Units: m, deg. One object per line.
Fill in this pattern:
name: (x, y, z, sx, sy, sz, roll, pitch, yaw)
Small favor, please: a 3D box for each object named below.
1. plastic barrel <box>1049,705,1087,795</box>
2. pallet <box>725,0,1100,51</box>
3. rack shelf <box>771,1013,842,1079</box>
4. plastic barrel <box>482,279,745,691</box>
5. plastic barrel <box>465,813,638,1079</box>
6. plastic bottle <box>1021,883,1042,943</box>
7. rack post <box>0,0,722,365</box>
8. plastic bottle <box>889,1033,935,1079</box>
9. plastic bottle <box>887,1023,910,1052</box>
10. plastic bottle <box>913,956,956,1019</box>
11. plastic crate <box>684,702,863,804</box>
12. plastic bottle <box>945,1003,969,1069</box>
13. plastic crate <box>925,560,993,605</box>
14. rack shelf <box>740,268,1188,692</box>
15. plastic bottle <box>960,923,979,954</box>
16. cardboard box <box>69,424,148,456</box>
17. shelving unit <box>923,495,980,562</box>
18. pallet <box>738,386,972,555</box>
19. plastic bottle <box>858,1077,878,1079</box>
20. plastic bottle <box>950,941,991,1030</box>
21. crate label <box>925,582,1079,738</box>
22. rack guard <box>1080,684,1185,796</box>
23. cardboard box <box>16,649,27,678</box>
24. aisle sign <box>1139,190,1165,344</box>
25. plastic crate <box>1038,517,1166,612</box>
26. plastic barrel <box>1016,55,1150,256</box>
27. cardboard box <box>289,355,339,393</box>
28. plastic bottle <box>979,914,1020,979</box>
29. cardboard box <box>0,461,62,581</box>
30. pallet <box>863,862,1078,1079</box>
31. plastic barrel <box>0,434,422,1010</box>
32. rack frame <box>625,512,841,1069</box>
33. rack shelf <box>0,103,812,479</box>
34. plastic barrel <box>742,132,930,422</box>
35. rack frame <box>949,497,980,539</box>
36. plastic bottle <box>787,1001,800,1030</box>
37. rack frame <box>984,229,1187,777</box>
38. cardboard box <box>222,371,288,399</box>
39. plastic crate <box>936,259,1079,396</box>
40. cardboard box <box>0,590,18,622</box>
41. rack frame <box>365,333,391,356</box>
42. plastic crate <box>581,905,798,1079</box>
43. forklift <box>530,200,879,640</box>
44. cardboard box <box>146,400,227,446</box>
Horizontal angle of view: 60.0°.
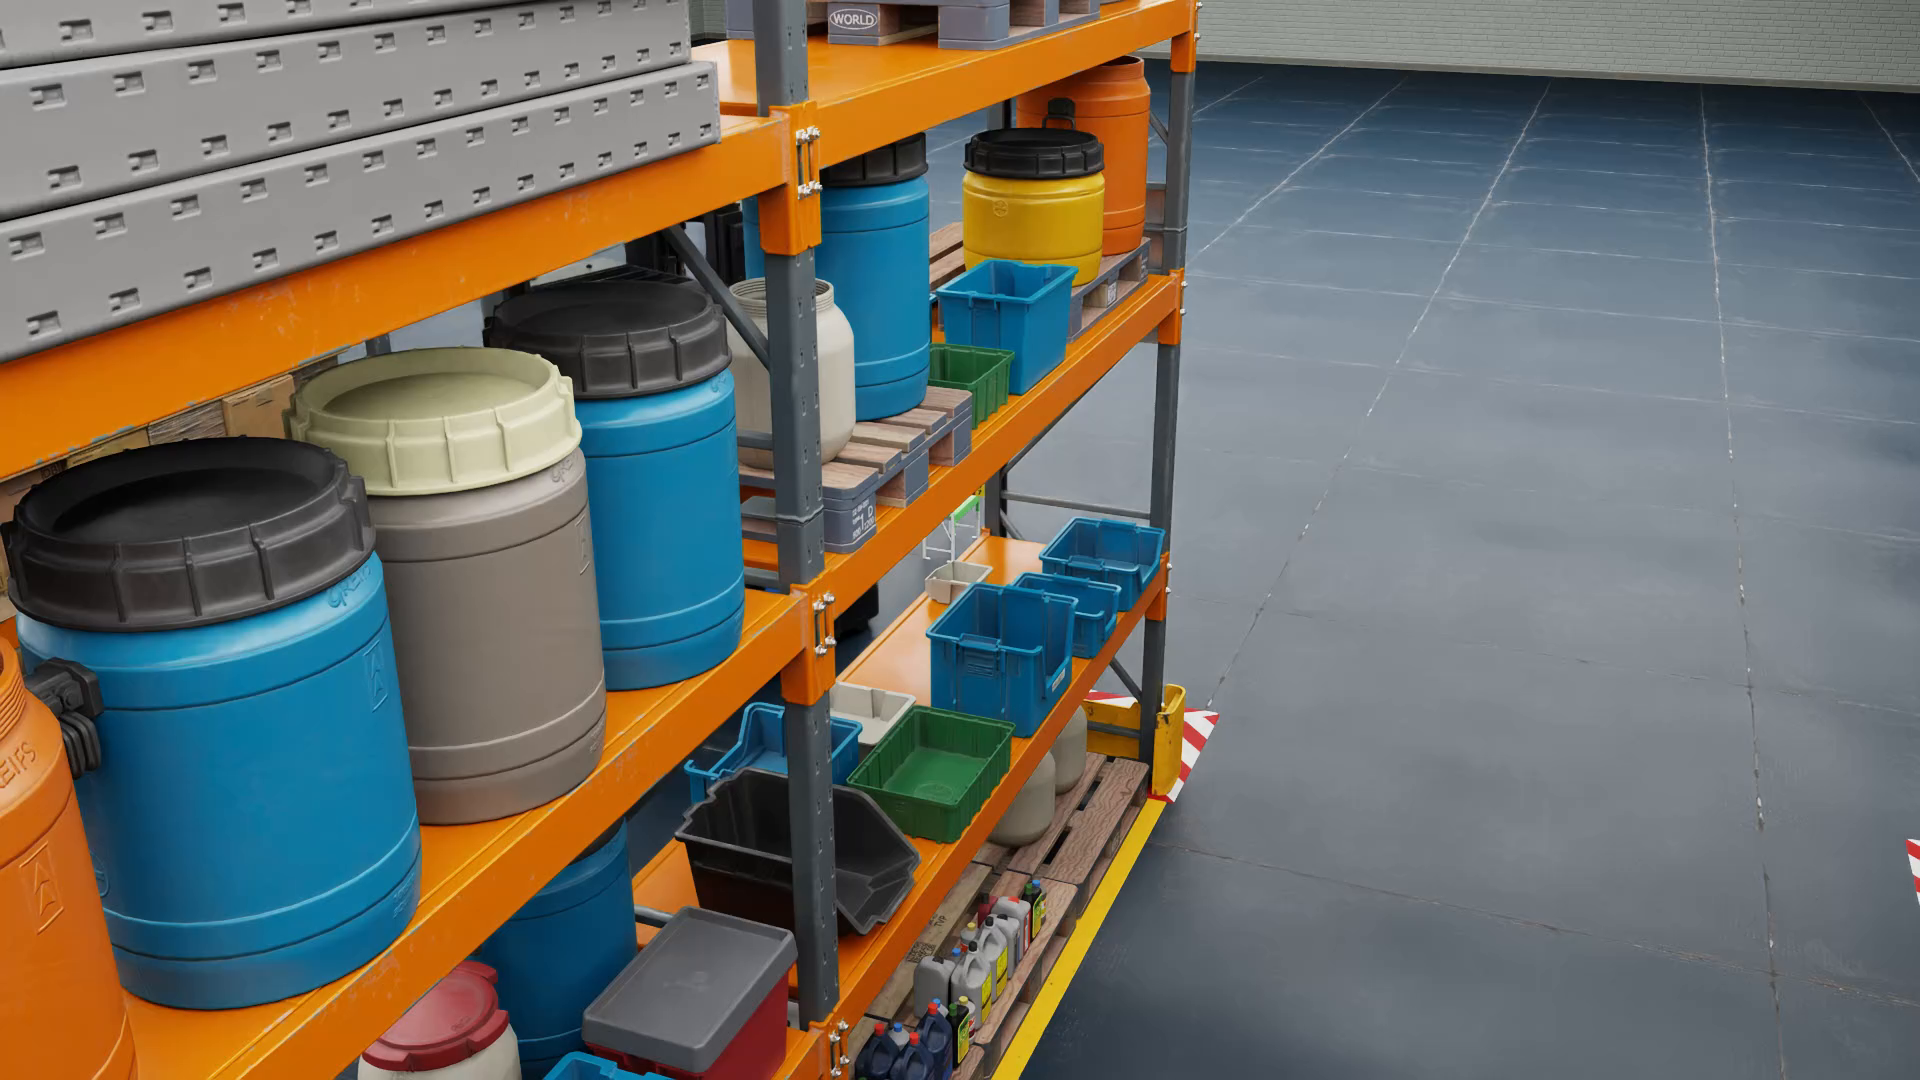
plastic barrel: (0.444, 1.023, 8.593, 0.421, 0.512, 0.421, 0, 23, 0)
pallet: (-0.136, -1.980, 6.080, 1.003, 0.211, 1.213, 9, 24, 20)
rack shelf: (-1.611, 2.301, 3.783, 1.077, 0.370, 4.000, 9, 24, 20)
plastic barrel: (-0.856, -0.149, 4.173, 0.600, 0.901, 0.708, 9, 24, 20)
plastic barrel: (-1.293, 1.117, 5.034, 0.600, 0.901, 0.708, 9, 24, 20)
plastic bottle: (0.316, 1.637, 7.393, 0.061, 0.283, 0.133, 9, 24, 21)
rack post: (-1.520, -0.890, 2.447, 1.013, 1.000, 3.121, 9, 24, 20)
plastic bottle: (-0.183, 2.043, 6.333, 0.144, 0.351, 0.185, 9, 24, 21)
plastic bottle: (-0.241, 2.011, 6.514, 0.097, 0.271, 0.097, 0, 23, 0)
plastic bottle: (-0.102, 1.846, 6.902, 0.152, 0.276, 0.135, 9, 24, 20)
plastic crate: (-0.709, 0.887, 6.428, 0.499, 0.251, 0.616, 9, 24, 20)
plastic bottle: (-0.013, 1.954, 6.635, 0.061, 0.283, 0.133, 10, 25, 22)
plastic crate: (-0.014, 0.218, 8.179, 0.298, 0.136, 0.250, 9, 24, 20)
rack shelf: (-0.125, -0.515, 6.632, 1.077, 0.370, 4.000, 9, 24, 20)
plastic bottle: (0.049, 1.755, 7.217, 0.097, 0.201, 0.097, 0, 23, 0)
cardboard box: (-4.518, -0.764, 8.374, 0.500, 0.500, 0.500, 9, 24, 20)
shelving unit: (-0.061, -0.494, 11.877, 0.258, 1.200, 0.503, 9, 24, 20)
pallet: (-0.691, -0.316, 5.468, 1.213, 0.211, 1.003, 9, 24, 20)
plastic bottle: (-0.347, 2.118, 6.242, 0.061, 0.283, 0.133, 9, 24, 20)
plastic bottle: (0.045, 1.823, 6.859, 0.144, 0.351, 0.185, 9, 24, 20)
crate label: (0.185, 0.503, 7.108, 0.502, 0.435, 0.616, 9, 24, 20)
rack guard: (0.633, 1.009, 9.185, 1.175, 0.500, 0.348, 9, 24, 20)
cardboard box: (-4.918, 0.927, 8.837, 0.500, 0.500, 0.500, 7, 24, 15)
aisle sign: (0.920, -1.361, 8.243, 0.394, 0.787, 0.004, 9, 24, 20)
plastic crate: (0.709, 0.112, 8.282, 0.499, 0.251, 0.616, 9, 24, 20)
plastic barrel: (0.555, -1.762, 7.583, 0.600, 0.830, 0.708, 9, 24, 20)
cardboard box: (-4.211, -0.878, 9.944, 0.875, 0.500, 0.500, 9, 24, 20)
plastic bottle: (0.172, 1.732, 7.176, 0.152, 0.276, 0.135, 8, 24, 19)
cardboard box: (-4.932, -0.159, 8.222, 0.875, 0.500, 0.500, 9, 24, 20)
pallet: (-0.129, 1.868, 7.505, 1.003, 0.211, 1.213, 9, 24, 20)
plastic barrel: (-1.342, 0.319, 3.052, 0.600, 0.901, 0.708, 9, 24, 20)
rack frame: (-0.868, 1.253, 5.358, 1.000, 3.000, 0.127, 9, 24, 20)
rack shelf: (-1.611, -0.283, 2.704, 1.077, 0.370, 4.000, 9, 24, 20)
plastic barrel: (-0.399, -0.897, 5.418, 0.600, 0.901, 0.708, 9, 24, 20)
rack frame: (0.029, -0.582, 12.086, 0.240, 1.200, 0.015, 9, 24, 20)
plastic bottle: (-0.679, 1.979, 6.584, 0.152, 0.276, 0.135, 9, 24, 20)
rack frame: (0.617, -0.178, 8.785, 1.000, 3.000, 0.127, 9, 24, 20)
cardboard box: (-4.136, -1.120, 9.227, 0.500, 0.500, 0.500, 9, 24, 20)
plastic crate: (0.189, -0.829, 6.473, 0.392, 0.384, 0.575, 9, 24, 20)
cardboard box: (-4.721, 0.271, 8.036, 0.380, 0.149, 0.250, 9, 24, 20)
rack frame: (-3.981, -0.887, 10.482, 1.000, 3.000, 0.127, 9, 24, 20)
plastic crate: (-0.764, 1.441, 4.826, 0.402, 0.464, 0.583, 9, 24, 20)
forklift: (-1.847, -0.488, 9.616, 1.130, 2.935, 3.031, 17, 28, 35)
cardboard box: (-4.511, -0.509, 9.061, 0.875, 0.500, 0.500, 9, 24, 20)
